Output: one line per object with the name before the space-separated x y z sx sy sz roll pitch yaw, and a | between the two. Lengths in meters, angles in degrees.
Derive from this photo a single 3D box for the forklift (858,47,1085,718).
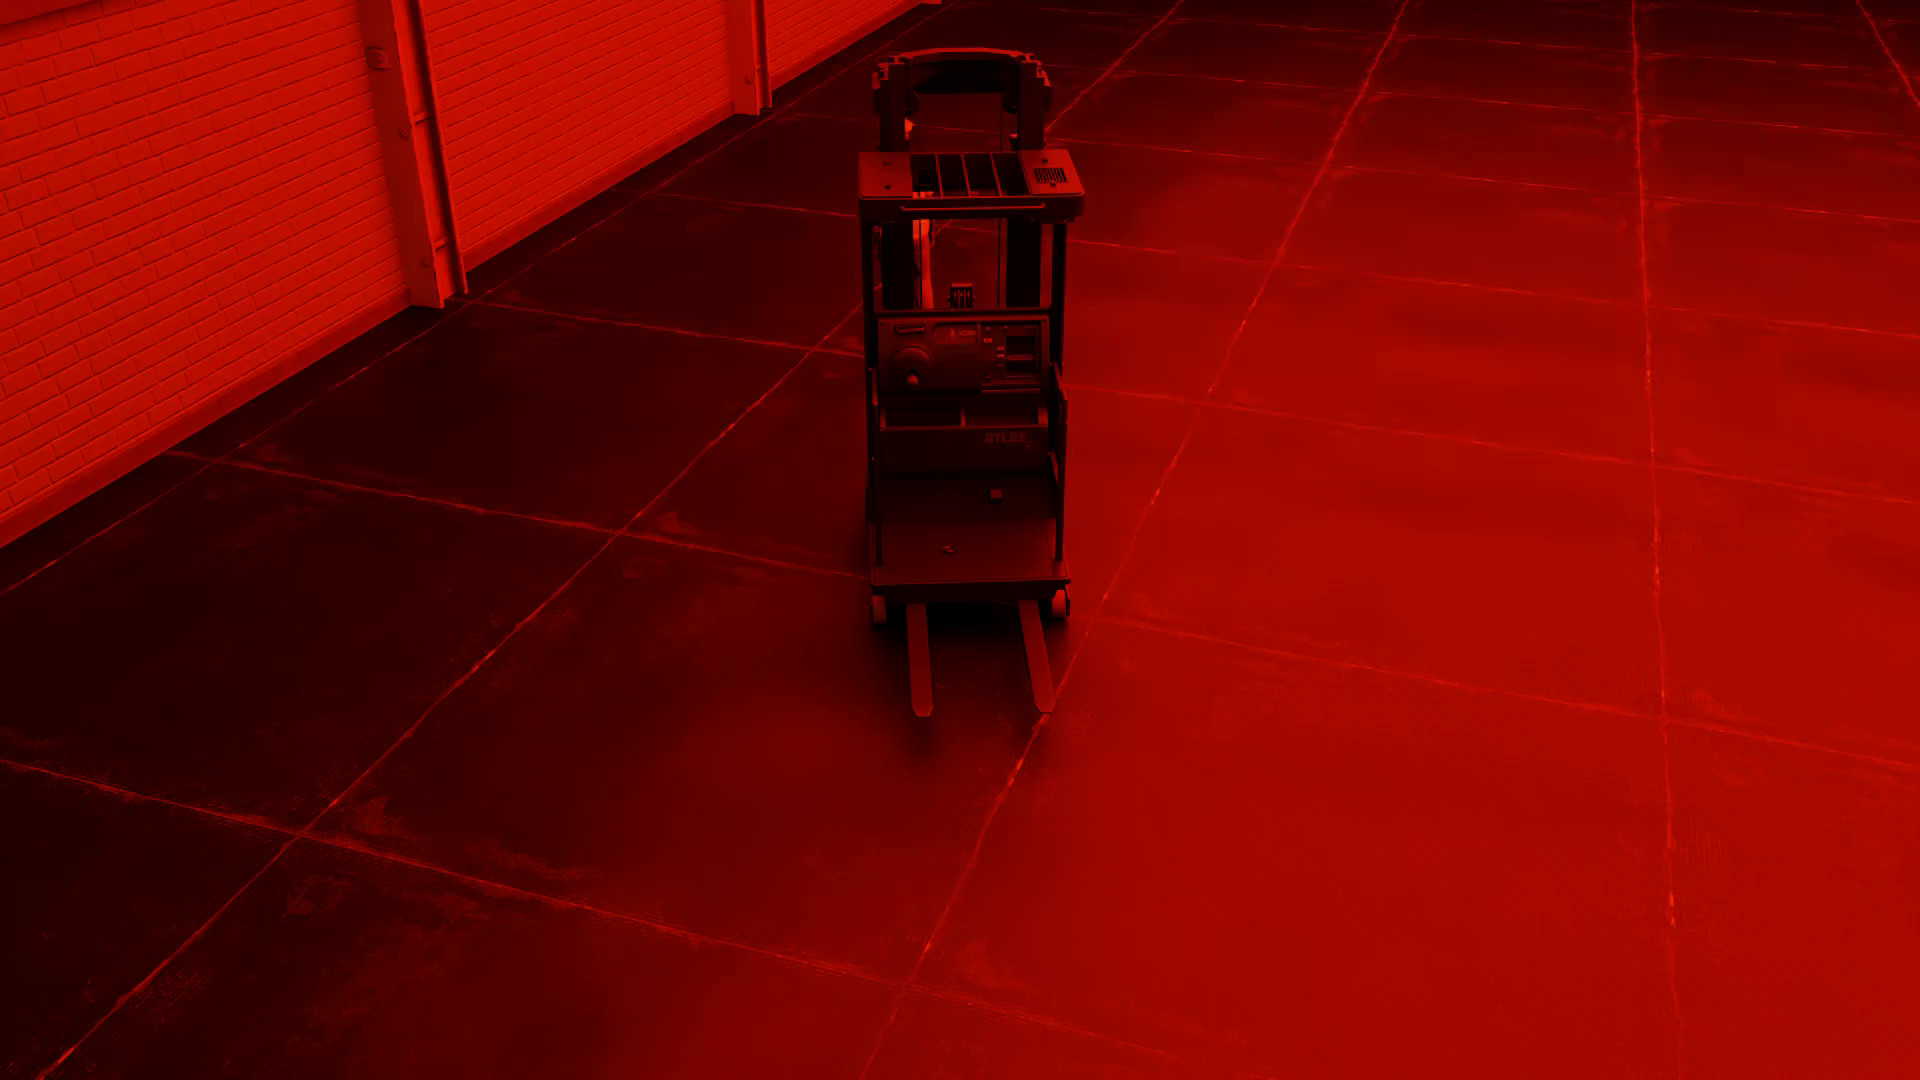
forklift | 0.035 -0.972 8.842 1.130 2.935 3.031 -2 30 -3

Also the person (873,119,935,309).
person | -0.420 -2.297 12.450 0.532 1.661 0.391 -4 30 -8
